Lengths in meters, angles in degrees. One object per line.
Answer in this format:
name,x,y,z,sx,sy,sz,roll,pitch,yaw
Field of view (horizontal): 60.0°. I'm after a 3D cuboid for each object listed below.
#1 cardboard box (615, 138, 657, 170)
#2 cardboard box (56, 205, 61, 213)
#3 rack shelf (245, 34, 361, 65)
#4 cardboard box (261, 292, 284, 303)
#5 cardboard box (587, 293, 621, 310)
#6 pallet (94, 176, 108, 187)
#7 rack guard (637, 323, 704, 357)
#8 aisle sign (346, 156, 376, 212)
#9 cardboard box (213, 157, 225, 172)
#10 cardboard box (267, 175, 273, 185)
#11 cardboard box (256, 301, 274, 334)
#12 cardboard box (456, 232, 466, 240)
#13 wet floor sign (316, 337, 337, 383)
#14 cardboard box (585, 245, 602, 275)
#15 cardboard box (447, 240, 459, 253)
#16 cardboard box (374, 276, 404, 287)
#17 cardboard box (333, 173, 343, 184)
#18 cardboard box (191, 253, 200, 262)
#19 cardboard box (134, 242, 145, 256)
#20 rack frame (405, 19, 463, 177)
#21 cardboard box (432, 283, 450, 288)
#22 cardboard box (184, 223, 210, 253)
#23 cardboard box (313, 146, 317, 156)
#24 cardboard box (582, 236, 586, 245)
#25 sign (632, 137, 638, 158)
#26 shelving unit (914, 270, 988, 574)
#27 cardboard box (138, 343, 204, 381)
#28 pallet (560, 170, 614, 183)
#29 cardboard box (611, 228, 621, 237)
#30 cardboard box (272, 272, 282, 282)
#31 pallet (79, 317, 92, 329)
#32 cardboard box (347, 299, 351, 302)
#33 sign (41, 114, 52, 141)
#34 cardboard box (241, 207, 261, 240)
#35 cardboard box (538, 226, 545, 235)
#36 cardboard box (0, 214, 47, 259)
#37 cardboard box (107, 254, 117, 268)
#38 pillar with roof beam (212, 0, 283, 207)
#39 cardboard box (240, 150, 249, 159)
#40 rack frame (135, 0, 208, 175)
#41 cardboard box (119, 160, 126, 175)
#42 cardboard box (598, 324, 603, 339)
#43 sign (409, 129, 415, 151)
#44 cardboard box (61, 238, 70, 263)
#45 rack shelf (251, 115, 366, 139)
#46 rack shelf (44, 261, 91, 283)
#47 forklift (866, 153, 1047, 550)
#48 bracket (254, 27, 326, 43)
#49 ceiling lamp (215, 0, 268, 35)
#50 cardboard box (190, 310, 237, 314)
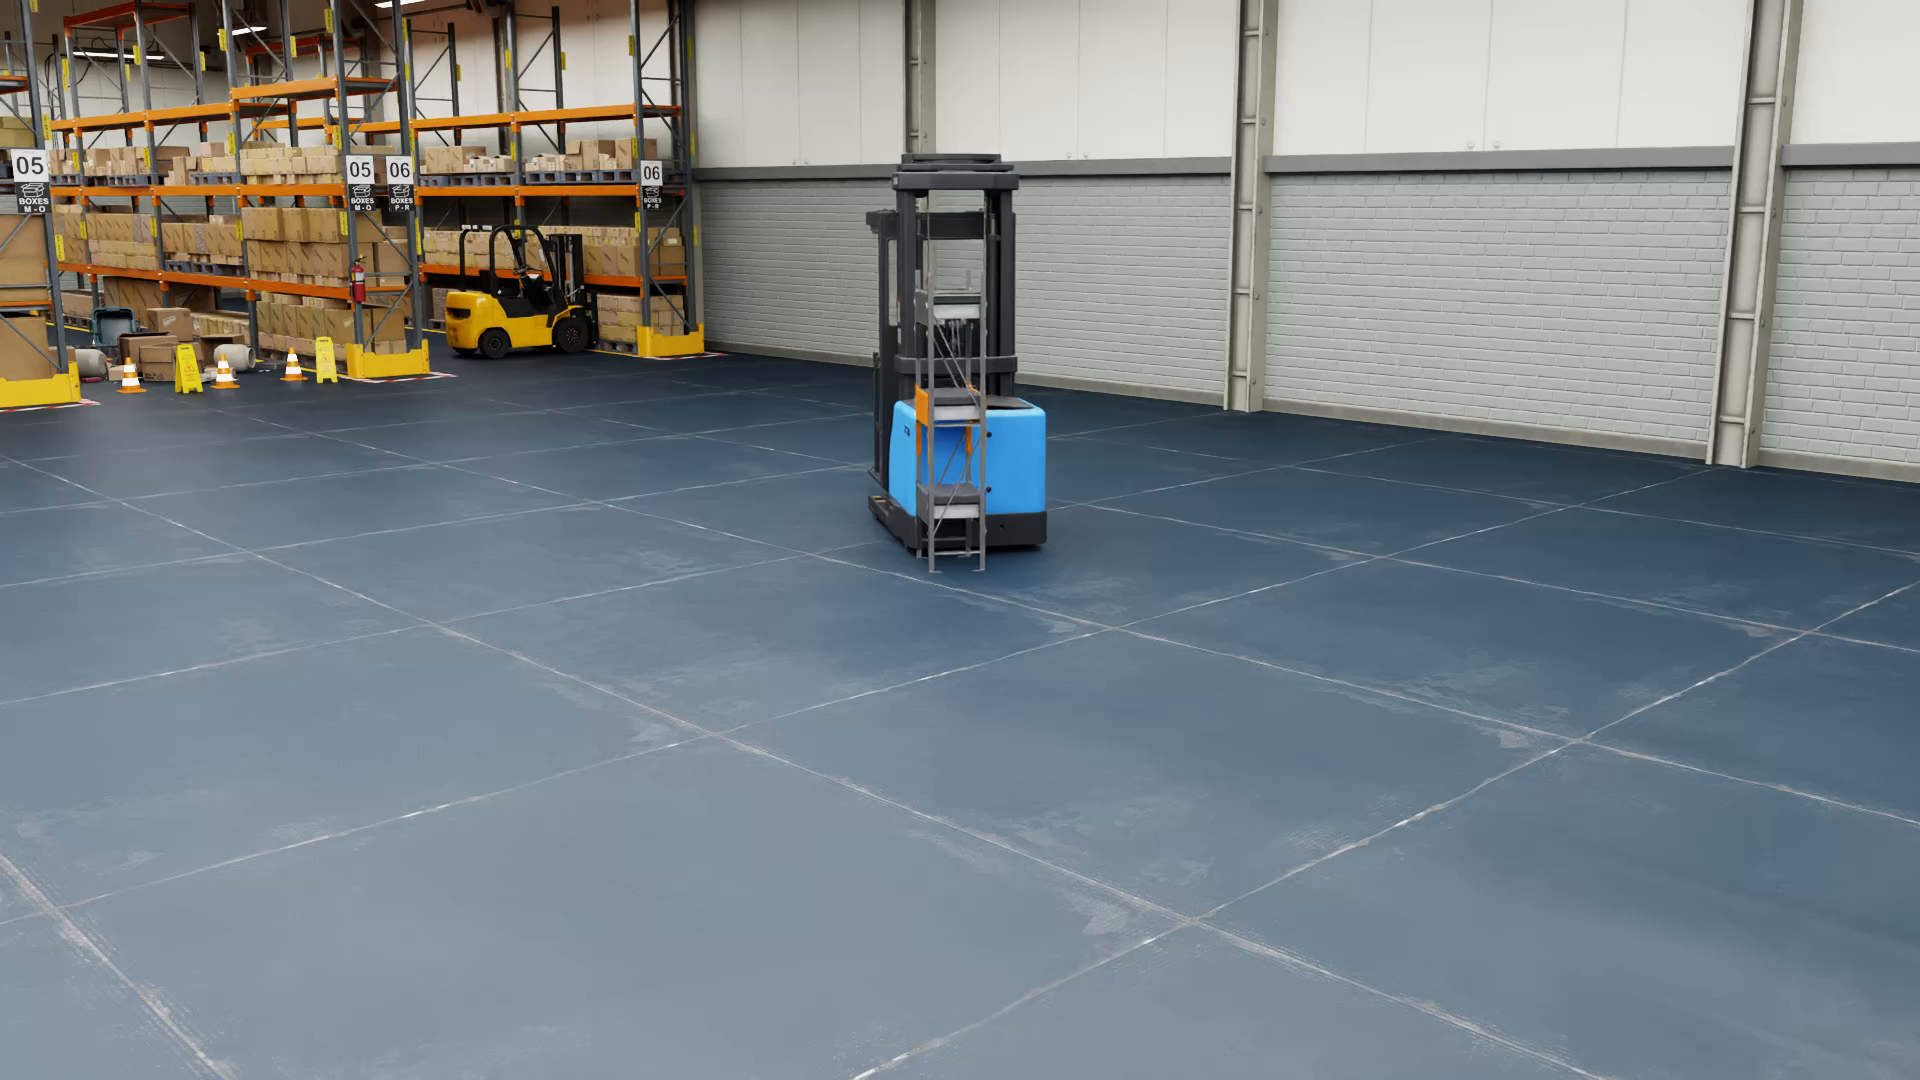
cardboard box,-5.390,-6.427,27.703,0.500,0.500,0.500,-10,15,-41
cardboard box,-18.243,-6.769,33.998,0.380,0.149,0.250,-11,16,-43
rack shelf,-14.576,-10.880,36.968,1.077,0.370,4.000,-11,16,-43
cardboard box,-11.003,-3.909,26.757,0.380,0.149,0.250,-11,16,-42
cardboard box,-6.164,-4.142,28.877,0.500,0.250,0.500,-11,16,-42
pallet,-16.114,-6.931,32.160,1.217,0.209,0.805,11,16,43
rack guard,-4.892,-3.396,28.154,1.175,0.500,0.348,-11,16,-43
aisle sign,-8.662,-5.155,24.057,0.394,0.787,0.004,-11,16,-43
cardboard box,-12.112,-6.256,27.740,0.500,0.250,0.500,-11,16,-42
cardboard box,-10.684,-5.673,26.200,0.380,0.149,0.250,-10,15,-41
cardboard box,-11.046,-3.618,26.952,0.500,0.500,0.500,-10,15,-40
cardboard box,-9.527,-5.883,32.178,0.380,0.149,0.250,-10,16,-41
wet floor sign,-9.138,-2.601,23.938,0.267,0.644,0.232,-5,13,-23
cardboard box,-6.144,-4.859,28.817,0.500,0.500,0.500,-11,16,-44
cardboard box,-9.610,-5.711,32.333,0.500,0.250,0.500,11,16,44
cardboard box,-8.580,-3.887,24.965,0.380,0.149,0.250,-11,16,-42
cardboard box,-8.944,-5.290,24.345,0.380,0.149,0.250,-11,16,-42
cardboard box,-13.206,-4.948,29.078,0.380,0.149,0.250,-10,15,-39
cardboard box,-14.895,-5.380,30.723,0.500,0.250,0.500,11,16,44
rack frame,-10.433,-8.729,32.981,1.000,3.000,0.127,-11,16,-43
cardboard box,-10.732,-5.252,34.517,0.380,0.149,0.250,-10,15,-41
cardboard box,-13.140,-5.250,28.932,0.500,0.500,0.500,-11,16,-42
cardboard box,-9.420,-5.798,24.833,0.380,0.149,0.250,-11,16,-42
cardboard box,-6.361,-5.235,29.030,0.380,0.149,0.250,-11,16,-43
sign,-5.310,-6.414,27.178,0.100,0.325,0.005,-11,16,-43
shelving unit,-0.070,-0.845,11.810,0.431,2.100,0.503,-2,12,-12
cardboard box,-11.540,-2.612,24.343,0.637,0.503,0.797,1,12,6
pallet,-6.224,-6.334,29.008,1.003,0.211,1.213,-11,16,-43
cardboard box,-5.701,-5.225,28.246,0.380,0.149,0.250,-10,16,-41
cardboard box,-10.709,-4.196,26.468,0.380,0.149,0.250,-10,15,-41
pallet,-17.251,-4.439,33.933,1.003,0.211,1.213,-11,16,-43
cardboard box,-13.024,-5.254,36.135,0.500,0.500,0.500,-10,15,-40
sign,-11.600,-5.239,21.112,0.100,0.325,0.005,-11,16,-43
cardboard box,-11.111,-5.105,26.793,0.700,0.500,0.500,-11,16,-43
cardboard box,-7.406,-5.609,30.108,0.380,0.149,0.250,-11,16,-42
cardboard box,-12.234,-3.889,21.304,0.875,0.550,0.550,-11,16,-43
cardboard box,-15.969,-5.356,31.845,0.500,0.250,0.500,-11,16,-43
pillar with roof beam,-20.281,-9.816,38.256,9.100,9.000,0.548,-11,16,-43
cardboard box,-11.276,-6.160,26.591,0.380,0.149,0.250,-11,16,-44
rack frame,-14.020,-8.037,29.621,1.000,3.000,0.127,-11,16,-43
cardboard box,-15.224,-6.860,30.634,0.258,0.266,0.396,11,16,44
cardboard box,-6.137,-3.655,28.993,0.500,0.250,0.500,-11,16,-42
sign,-8.103,-5.904,24.535,0.100,0.325,0.005,-11,16,-43
cardboard box,-18.005,-5.909,33.912,0.500,0.500,0.500,-11,16,-43
rack shelf,-14.576,-9.251,37.304,1.077,0.370,4.000,-11,16,-43
rack shelf,-18.164,-5.622,34.549,1.077,0.370,4.000,-11,16,-43
forklift,-0.152,-1.616,13.490,1.130,2.935,3.031,-2,12,-12
bracket,-15.347,-11.690,38.433,0.076,0.066,4.783,-11,16,-43
ceiling lamp,-14.206,-11.743,33.145,0.800,3.185,2.000,-11,16,-43
cardboard box,-13.637,-3.934,30.042,0.625,0.372,0.950,10,16,41
